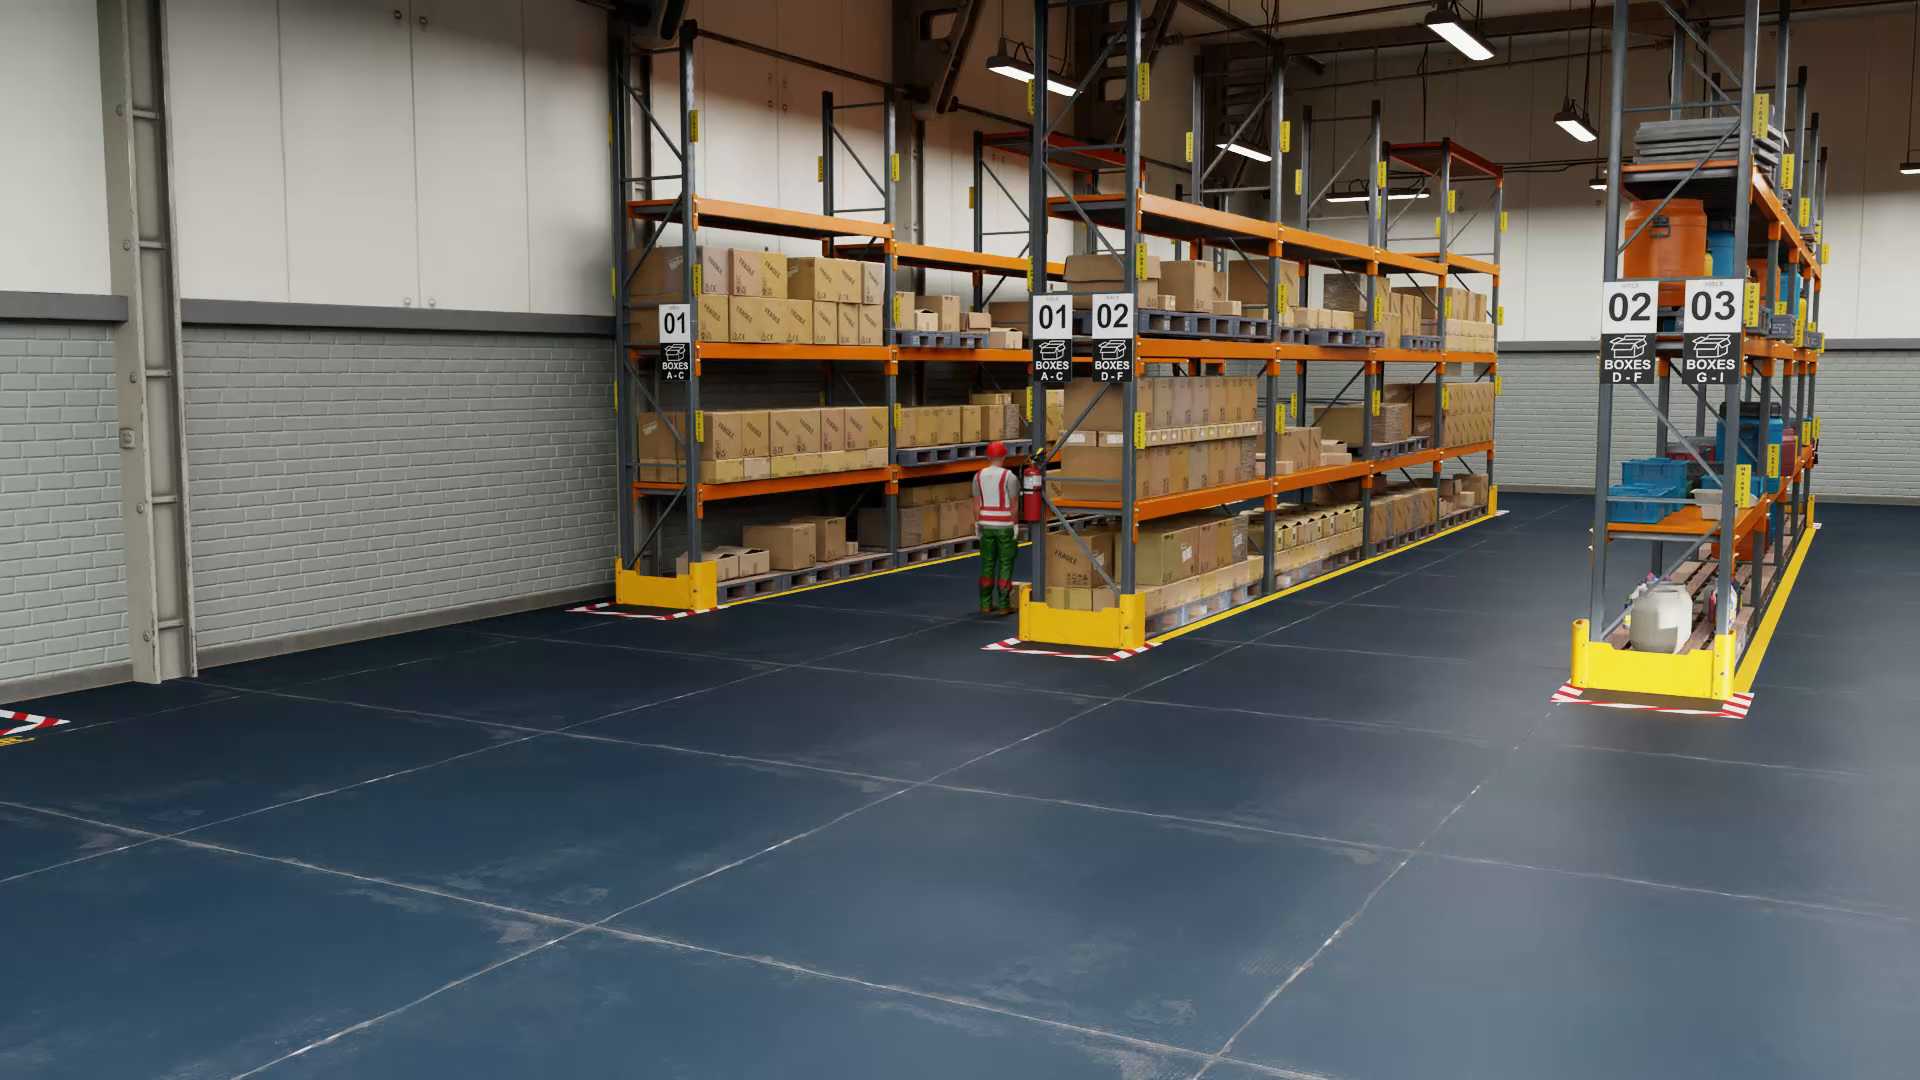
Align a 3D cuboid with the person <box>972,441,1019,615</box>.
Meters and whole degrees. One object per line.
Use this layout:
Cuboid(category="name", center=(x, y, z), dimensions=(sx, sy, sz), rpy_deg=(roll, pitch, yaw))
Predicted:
Cuboid(category="person", center=(0.398, -0.134, 17.269), dimensions=(0.523, 1.790, 0.372), rpy_deg=(3, 7, 30))
